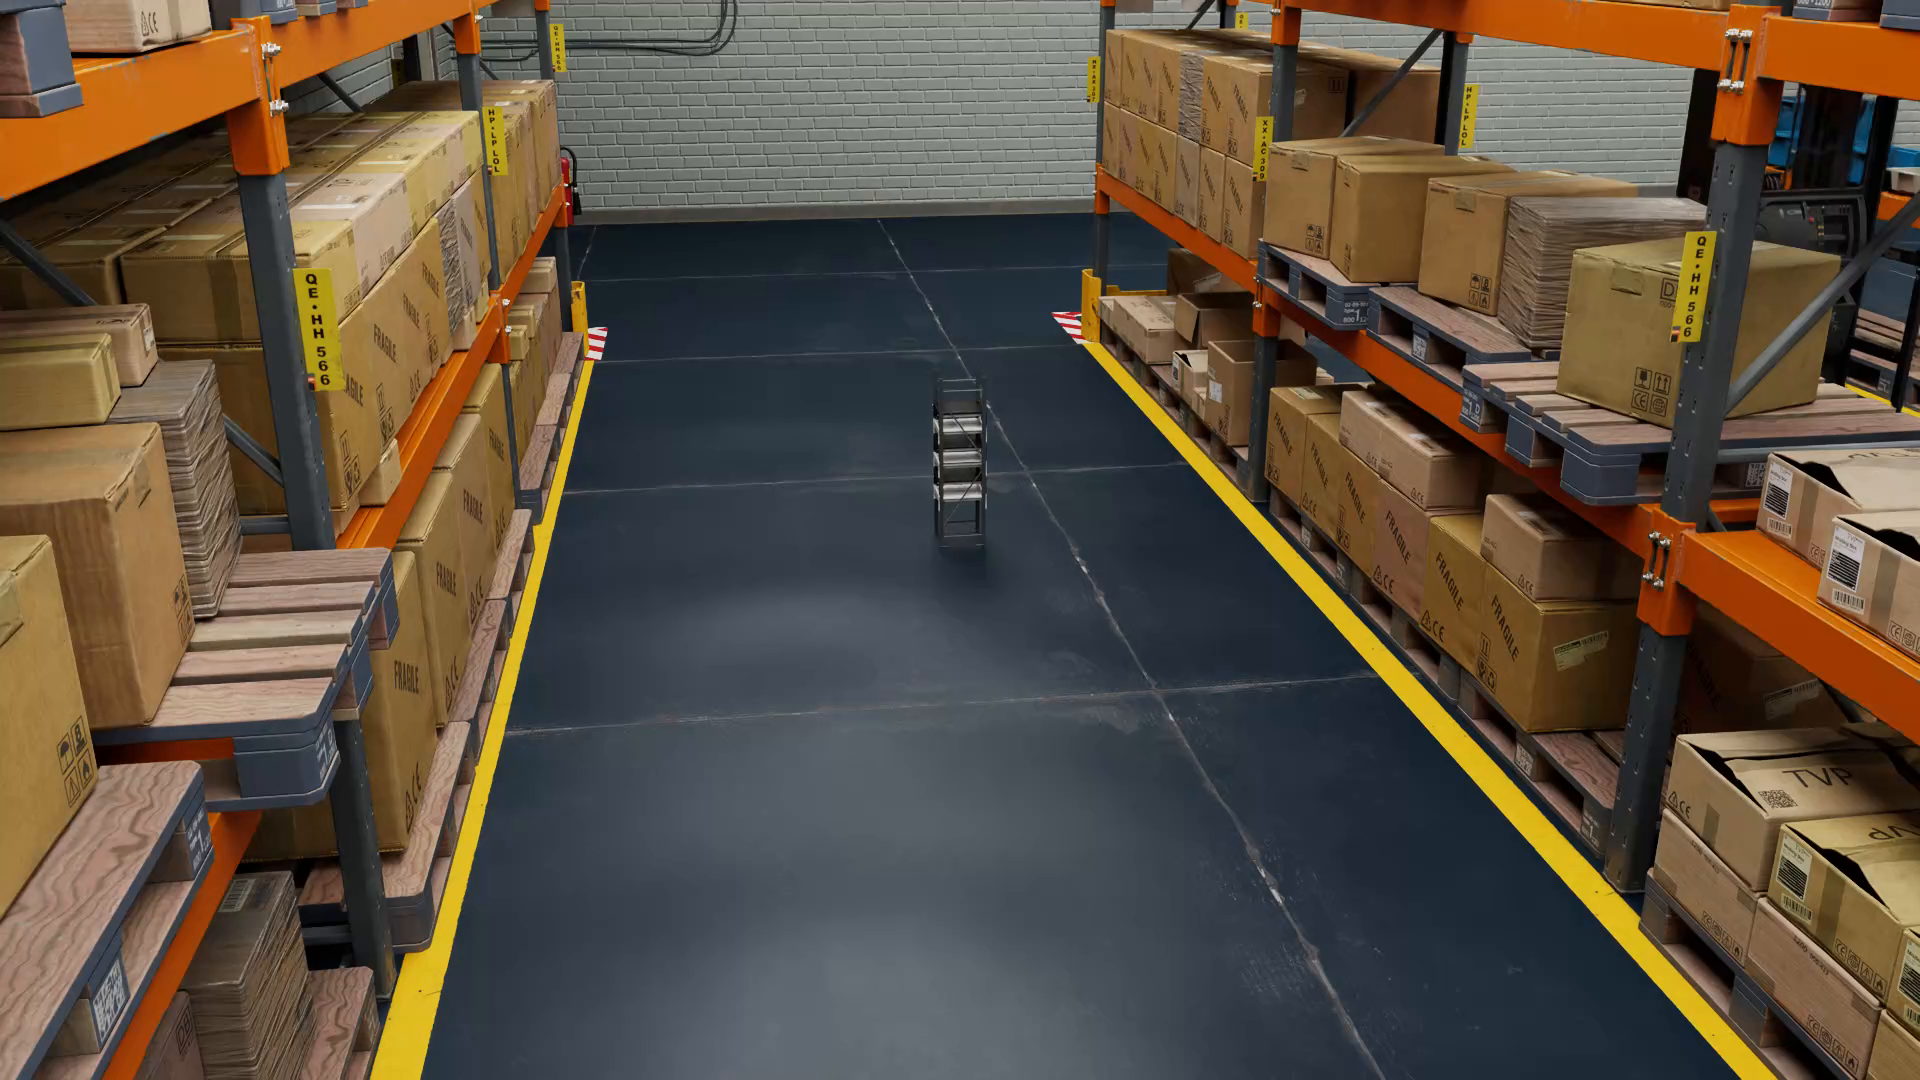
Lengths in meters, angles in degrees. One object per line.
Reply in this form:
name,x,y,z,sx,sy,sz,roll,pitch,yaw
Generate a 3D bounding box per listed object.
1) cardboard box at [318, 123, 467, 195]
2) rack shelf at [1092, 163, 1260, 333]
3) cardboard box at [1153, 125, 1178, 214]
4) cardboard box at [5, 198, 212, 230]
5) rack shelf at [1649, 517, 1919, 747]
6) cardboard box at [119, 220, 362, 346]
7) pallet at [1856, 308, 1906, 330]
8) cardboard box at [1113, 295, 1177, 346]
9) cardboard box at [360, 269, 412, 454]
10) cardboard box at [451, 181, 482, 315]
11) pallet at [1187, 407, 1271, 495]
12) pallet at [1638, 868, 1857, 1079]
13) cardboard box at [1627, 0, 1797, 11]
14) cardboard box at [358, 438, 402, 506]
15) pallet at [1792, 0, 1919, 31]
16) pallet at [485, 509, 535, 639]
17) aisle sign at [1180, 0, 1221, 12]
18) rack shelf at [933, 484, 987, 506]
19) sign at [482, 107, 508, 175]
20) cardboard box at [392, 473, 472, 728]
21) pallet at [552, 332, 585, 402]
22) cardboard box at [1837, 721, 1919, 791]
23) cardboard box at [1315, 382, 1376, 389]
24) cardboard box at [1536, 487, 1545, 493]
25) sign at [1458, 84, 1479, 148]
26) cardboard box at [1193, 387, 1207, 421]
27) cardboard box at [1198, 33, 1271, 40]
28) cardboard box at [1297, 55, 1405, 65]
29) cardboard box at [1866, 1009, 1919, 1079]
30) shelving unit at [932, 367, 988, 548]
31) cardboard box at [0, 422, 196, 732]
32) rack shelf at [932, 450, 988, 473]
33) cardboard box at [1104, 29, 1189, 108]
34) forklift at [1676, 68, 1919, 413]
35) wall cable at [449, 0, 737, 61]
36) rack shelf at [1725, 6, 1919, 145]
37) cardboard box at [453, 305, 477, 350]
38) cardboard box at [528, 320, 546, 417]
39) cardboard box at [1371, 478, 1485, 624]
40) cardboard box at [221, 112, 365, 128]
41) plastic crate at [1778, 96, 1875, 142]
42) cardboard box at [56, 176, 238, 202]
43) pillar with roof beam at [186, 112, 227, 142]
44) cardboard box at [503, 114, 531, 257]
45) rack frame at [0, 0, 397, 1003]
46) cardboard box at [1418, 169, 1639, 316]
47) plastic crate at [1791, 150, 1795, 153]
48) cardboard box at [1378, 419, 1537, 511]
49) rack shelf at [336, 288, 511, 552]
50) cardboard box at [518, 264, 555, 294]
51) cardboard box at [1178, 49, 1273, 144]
cardboard box,-2.409,-1.619,7.095,0.500,0.250,0.500,-2,21,-7
rack shelf,1.820,-2.005,10.826,1.077,0.370,4.000,-3,21,-8
cardboard box,1.554,-2.389,10.683,0.500,0.500,0.500,-3,21,-7
cardboard box,-2.610,-0.884,5.127,0.500,0.250,0.500,-4,21,-10
rack shelf,2.973,0.765,3.410,1.077,0.370,4.000,-3,21,-8
cardboard box,-2.031,-0.741,4.744,0.500,0.250,0.500,-2,21,-6
pallet,6.514,-1.689,12.937,1.003,0.211,1.213,-3,21,-8
cardboard box,1.401,-1.577,11.952,0.500,0.250,0.500,-3,21,-8
cardboard box,-2.100,-0.572,5.364,0.500,0.500,0.500,-2,21,-6
cardboard box,-2.394,-1.271,7.235,0.500,0.500,0.500,-3,21,-7
pallet,2.010,-0.581,9.971,1.003,0.211,1.213,-3,21,-8
pallet,2.765,1.329,4.857,1.003,0.211,1.213,-3,21,-8
cardboard box,2.588,-1.866,4.995,0.910,0.500,0.500,-3,21,-8
cardboard box,-2.017,-0.215,5.335,0.380,0.149,0.250,-2,21,-6
pallet,2.871,-1.351,4.029,1.213,0.211,1.003,-2,21,-5
pallet,-2.607,0.171,7.956,1.003,0.211,1.213,-3,21,-8
aisle sign,1.825,-4.291,12.204,0.394,0.787,0.004,-3,21,-8
rack shelf,-0.001,-0.225,8.641,0.258,0.077,0.200,-3,21,-8
sign,-2.258,-1.935,8.067,0.100,0.325,0.005,-3,21,-8
cardboard box,-2.313,0.232,6.280,0.750,0.750,0.750,-3,21,-8
pallet,-3.177,-1.204,11.639,1.003,0.211,1.213,-3,21,-8
cardboard box,3.004,0.733,4.995,0.500,0.311,0.500,-2,21,-6
cardboard box,2.262,-0.752,9.658,0.500,0.311,0.500,-3,21,-8
cardboard box,2.673,-0.007,7.392,0.500,0.500,0.500,-4,21,-10
sign,2.657,-2.221,8.722,0.100,0.325,0.005,-3,21,-8
cardboard box,1.632,-0.830,10.097,0.380,0.149,0.250,-3,21,-8
cardboard box,1.941,-3.235,11.518,0.500,0.500,0.500,-2,21,-6
cardboard box,2.244,-2.521,9.606,0.500,0.500,0.500,-4,21,-9
cardboard box,2.624,1.376,4.073,0.500,0.250,0.500,-3,21,-9
shelving unit,-0.001,-0.424,8.566,0.258,0.900,0.210,-3,21,-8
cardboard box,-2.032,0.088,3.422,0.700,0.500,0.500,-5,21,-13
rack shelf,-0.001,-0.393,8.578,0.258,0.077,0.200,-3,21,-8
cardboard box,1.335,-3.383,11.914,0.500,0.500,0.500,-2,21,-6
forklift,4.720,-1.726,9.149,1.130,2.935,3.031,-4,21,-11
wall cable,-3.832,-6.115,16.666,3.097,2.526,0.112,-3,21,-8
rack shelf,2.973,-0.640,2.885,1.077,0.370,4.000,-3,21,-8
cardboard box,-2.316,-0.921,7.225,0.380,0.149,0.250,-3,21,-8
cardboard box,-2.941,-1.040,10.187,0.700,0.500,0.500,-2,21,-6
cardboard box,2.162,0.028,7.299,0.500,0.500,0.500,-4,21,-10
cardboard box,-2.985,-1.773,7.508,0.500,0.250,0.500,-2,21,-6
plastic crate,6.667,-3.221,12.917,0.616,0.435,0.499,-3,21,-8
cardboard box,-2.681,-1.062,5.603,0.500,0.250,0.500,-3,21,-9
pillar with roof beam,0.510,-4.625,8.237,9.100,9.000,0.400,-3,21,-8
cardboard box,-2.955,-1.981,9.303,0.980,0.700,0.700,-3,21,-9
rack frame,-2.217,-0.014,4.465,1.000,3.000,0.127,-3,21,-8
cardboard box,2.424,-1.285,7.125,0.700,0.500,0.500,-8,22,-21
plastic crate,6.206,-2.735,12.044,0.250,0.136,0.298,-3,21,-8
cardboard box,2.154,-0.336,7.202,0.500,0.250,0.500,-3,21,-9
rack shelf,-2.505,-0.369,6.445,1.077,0.370,4.000,-3,21,-8
cardboard box,-2.934,-1.752,11.165,0.380,0.149,0.250,-2,21,-6
cardboard box,1.630,-2.679,10.029,0.500,0.500,0.500,-3,21,-7
